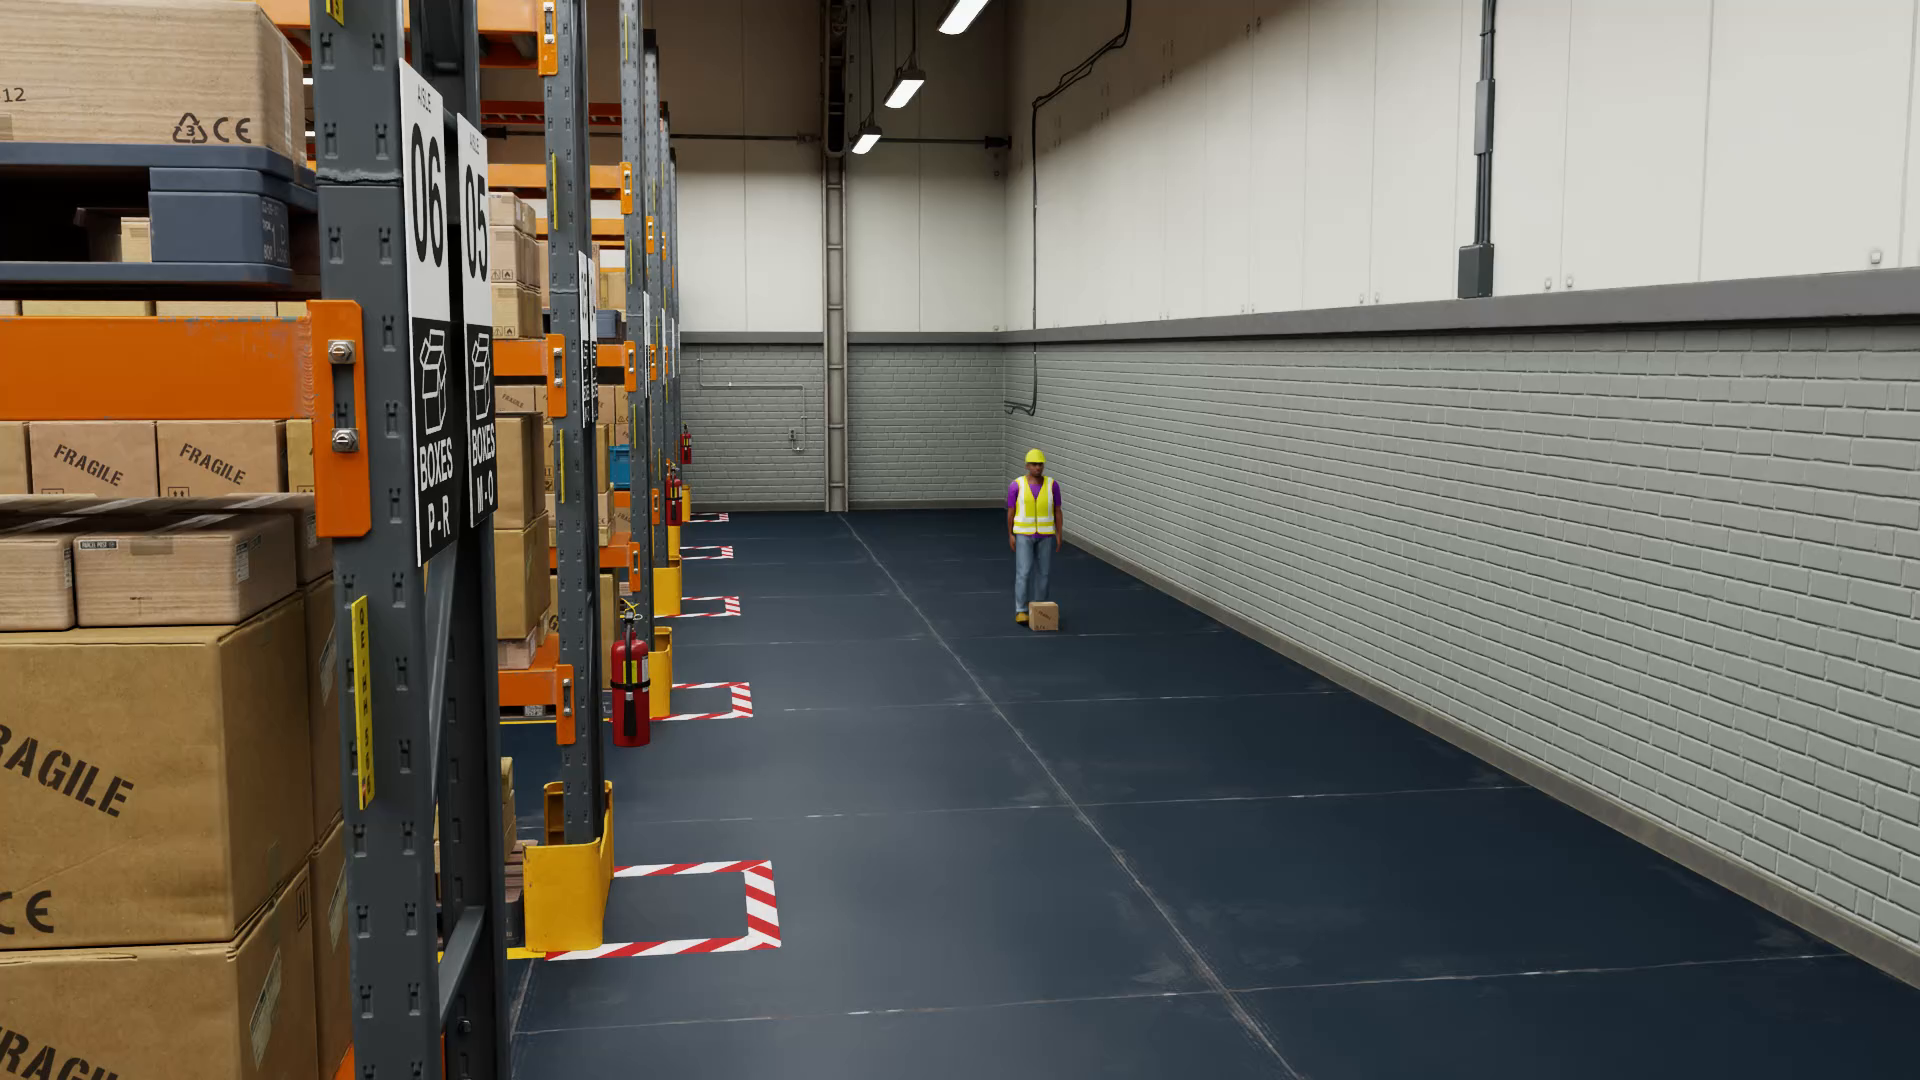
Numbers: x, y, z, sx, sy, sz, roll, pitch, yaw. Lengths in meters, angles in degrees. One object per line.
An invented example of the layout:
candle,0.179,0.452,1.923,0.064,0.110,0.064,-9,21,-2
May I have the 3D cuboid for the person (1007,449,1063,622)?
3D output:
person,0.777,-0.036,16.955,0.566,1.769,0.448,-1,6,-7
